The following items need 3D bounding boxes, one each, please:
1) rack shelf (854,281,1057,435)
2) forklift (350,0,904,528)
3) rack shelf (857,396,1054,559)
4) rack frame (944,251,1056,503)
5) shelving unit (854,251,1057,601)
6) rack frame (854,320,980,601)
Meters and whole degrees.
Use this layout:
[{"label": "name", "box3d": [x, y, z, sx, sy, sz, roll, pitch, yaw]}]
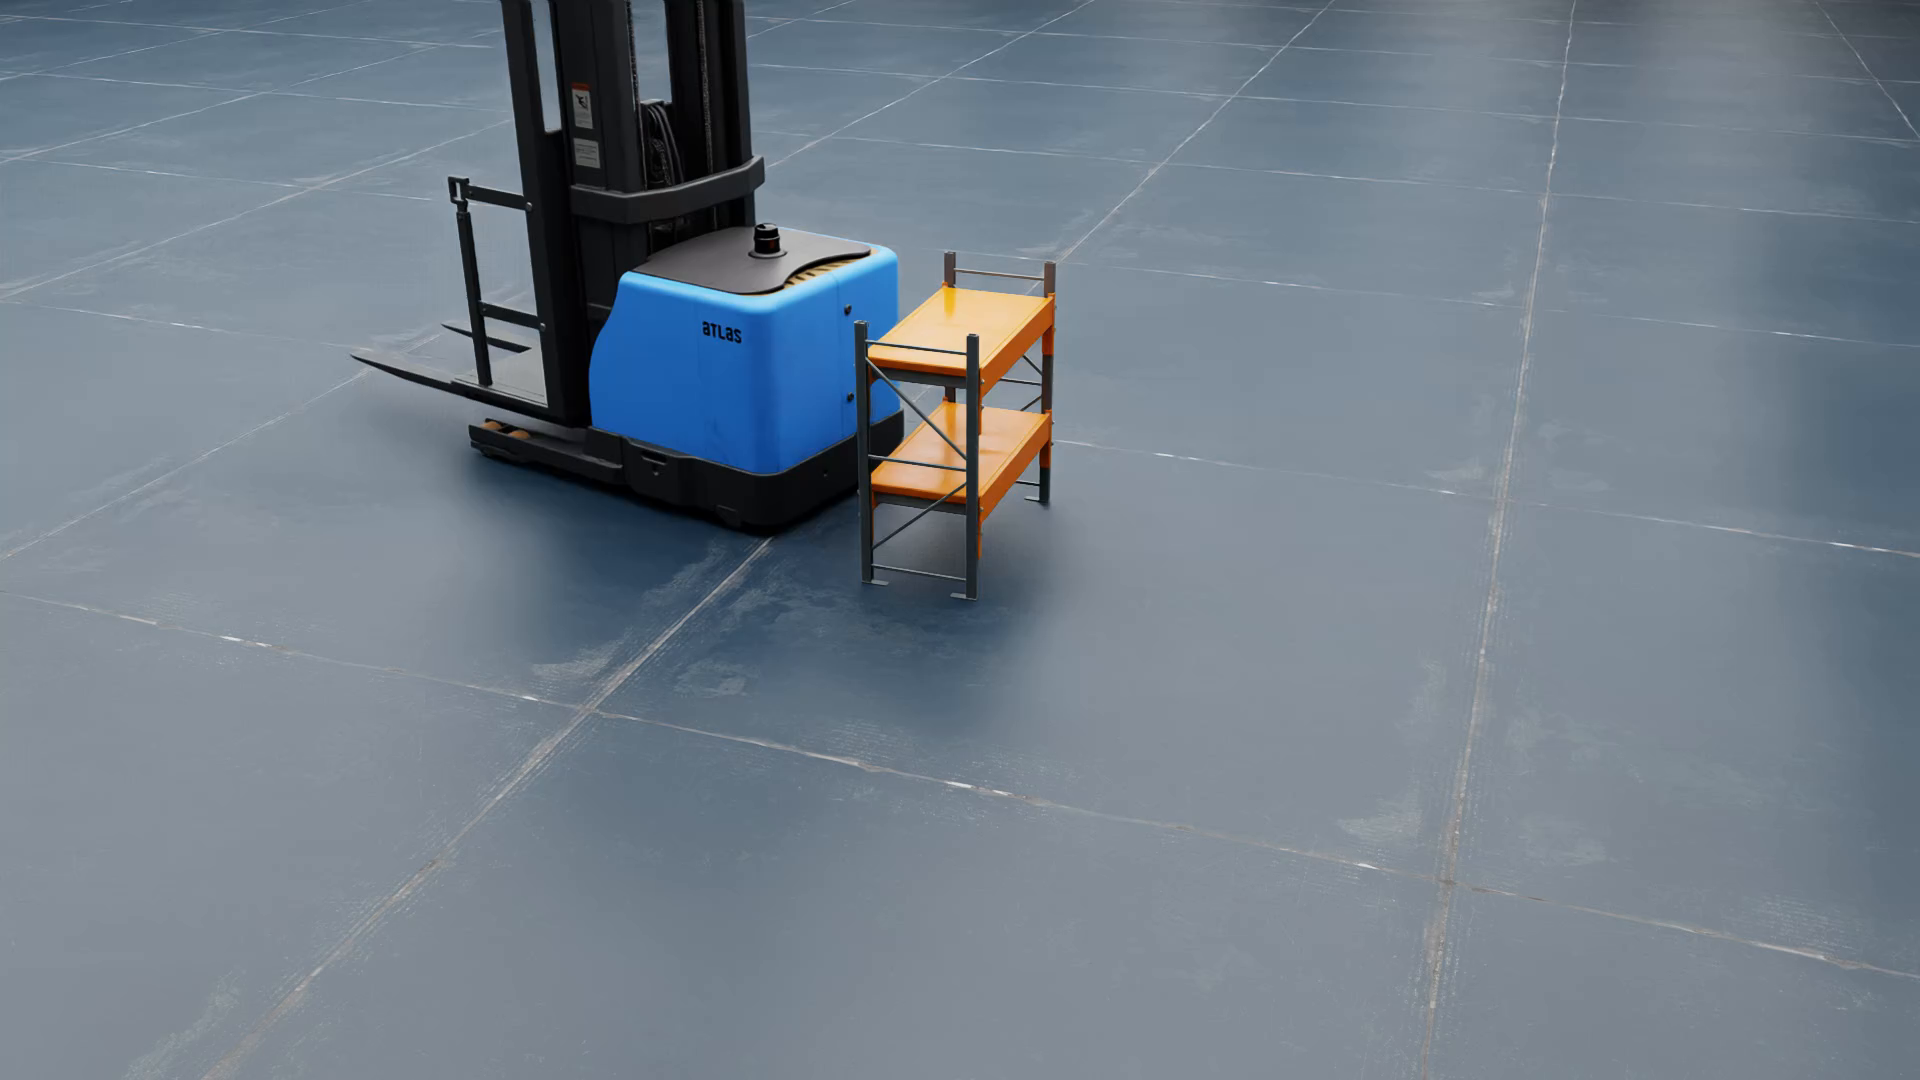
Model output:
[{"label": "rack shelf", "box3d": [0.002, -0.772, 6.883, 0.538, 0.278, 1.000, 9, 27, 17]}, {"label": "forklift", "box3d": [-1.774, -1.853, 7.714, 3.031, 2.935, 1.130, 16, 30, 30]}, {"label": "rack shelf", "box3d": [0.002, -0.289, 7.117, 0.538, 0.278, 1.000, 9, 27, 17]}, {"label": "rack frame", "box3d": [0.171, -0.718, 7.442, 0.500, 1.125, 0.032, 9, 27, 17]}, {"label": "shelving unit", "box3d": [0.002, -0.509, 7.011, 0.538, 1.125, 1.048, 9, 27, 17]}, {"label": "rack frame", "box3d": [-0.167, -0.300, 6.579, 0.500, 1.125, 0.032, 9, 27, 17]}]
